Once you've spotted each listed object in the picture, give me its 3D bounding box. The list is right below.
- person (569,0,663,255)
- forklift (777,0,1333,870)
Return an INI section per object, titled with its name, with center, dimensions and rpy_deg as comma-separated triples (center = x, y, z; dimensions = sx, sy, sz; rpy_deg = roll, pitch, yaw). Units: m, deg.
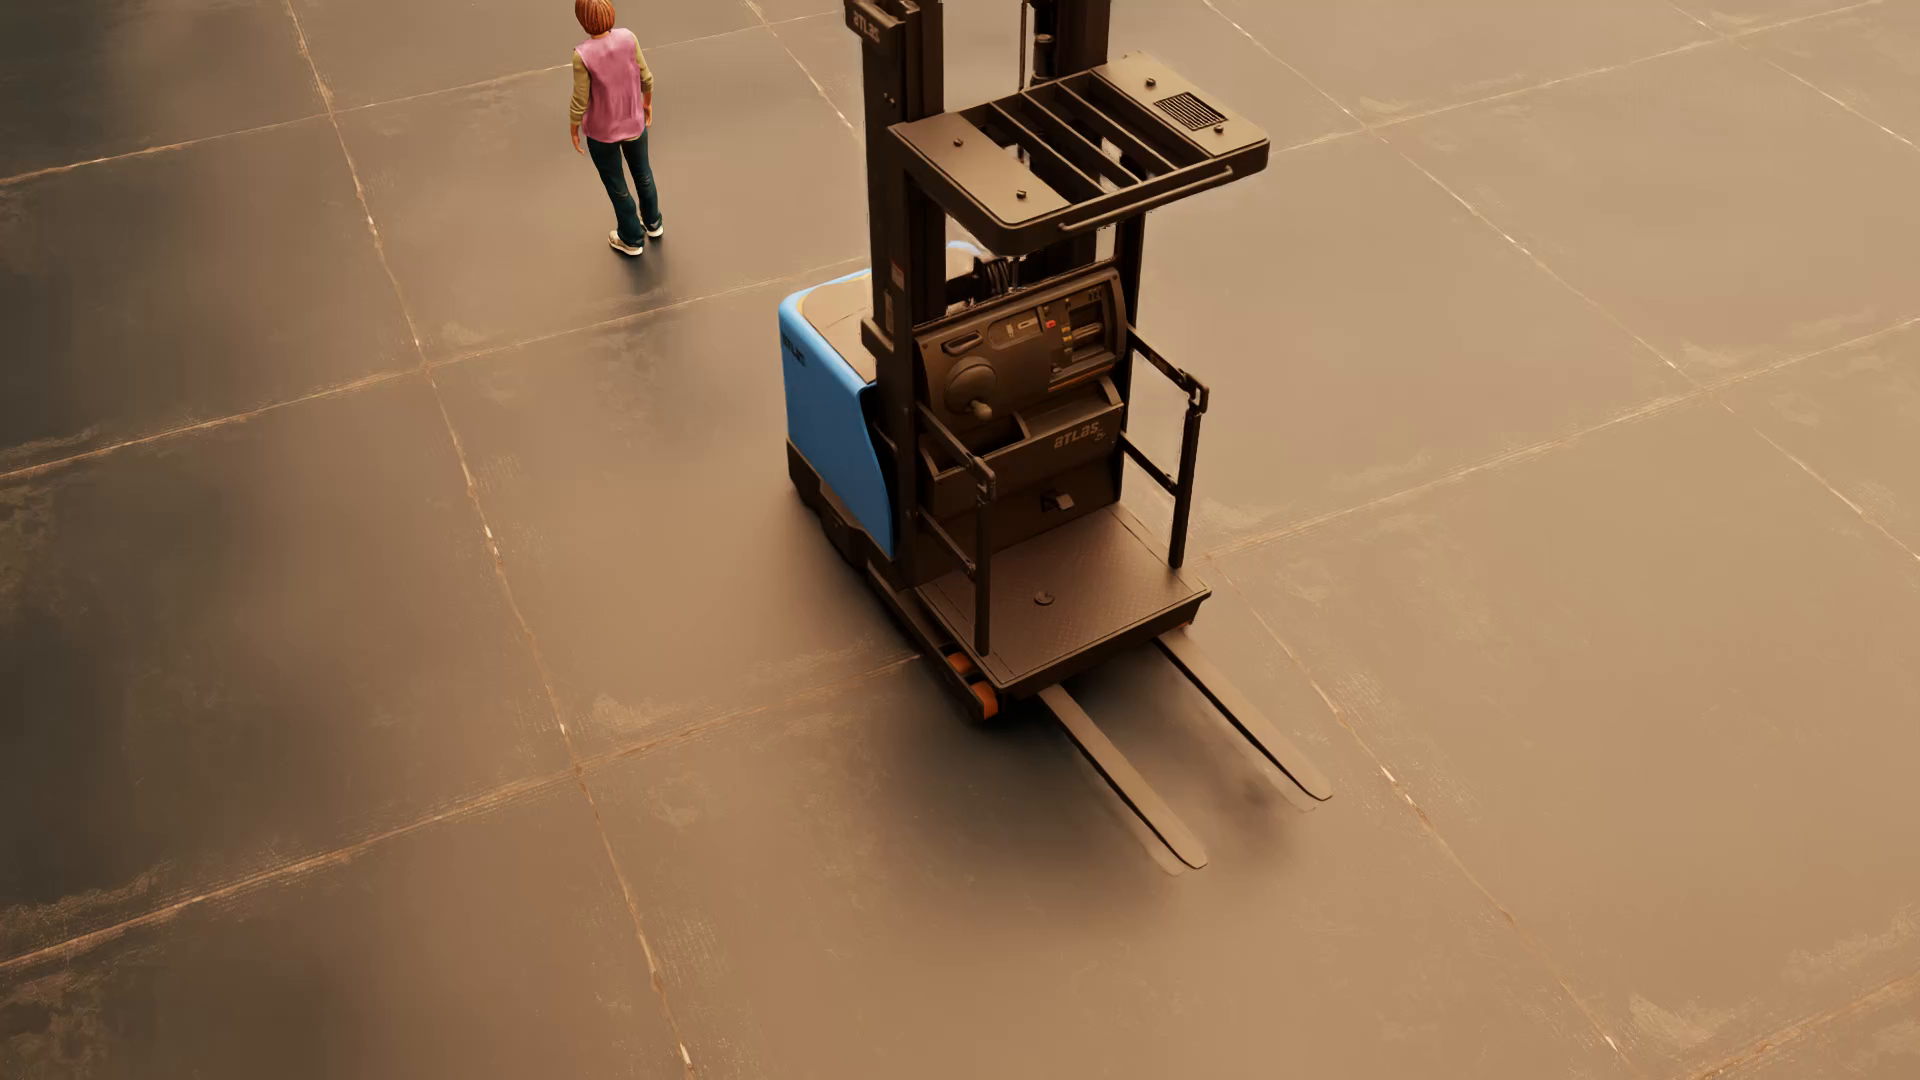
[person]
center = -1.914, -2.287, 9.099
dimensions = 0.520, 1.597, 0.475
rpy_deg = -26, 49, -26
[forklift]
center = 0.369, -0.681, 6.409
dimensions = 1.130, 2.935, 3.031
rpy_deg = -23, 48, -23
